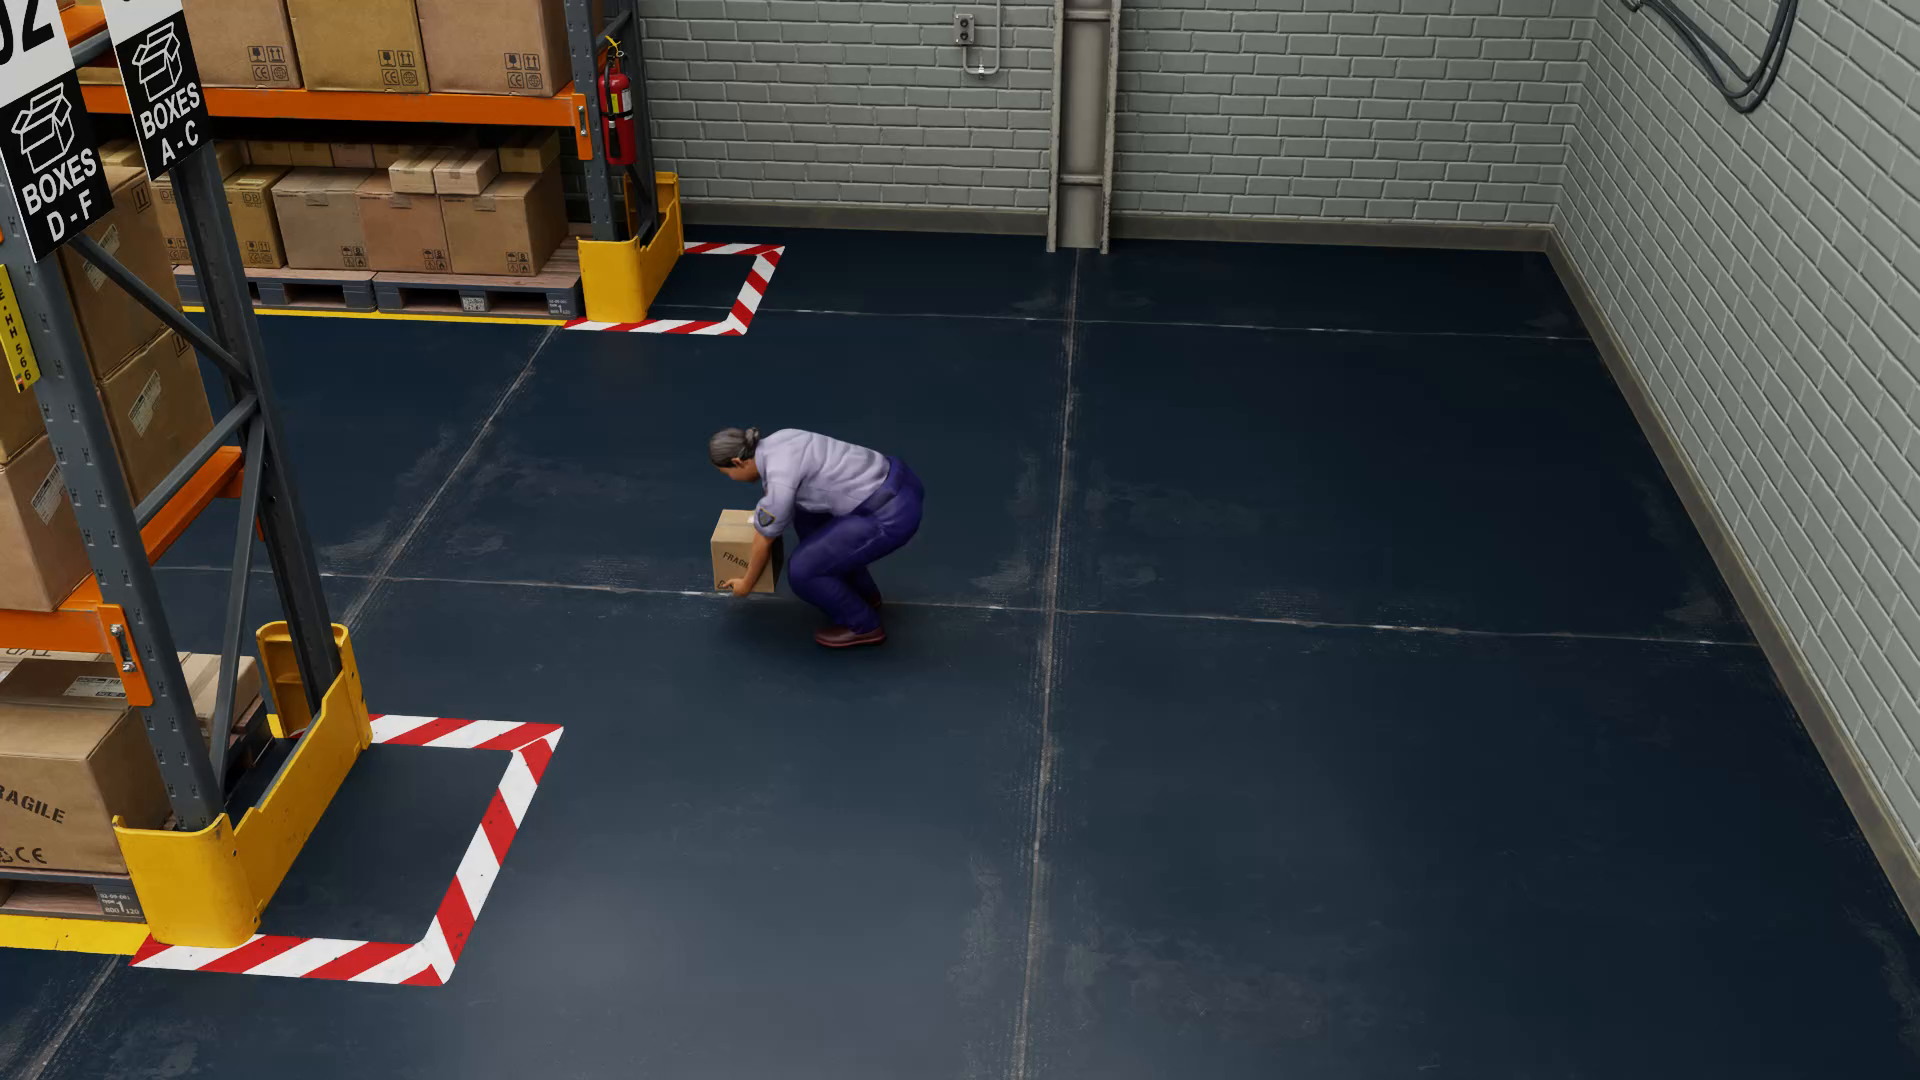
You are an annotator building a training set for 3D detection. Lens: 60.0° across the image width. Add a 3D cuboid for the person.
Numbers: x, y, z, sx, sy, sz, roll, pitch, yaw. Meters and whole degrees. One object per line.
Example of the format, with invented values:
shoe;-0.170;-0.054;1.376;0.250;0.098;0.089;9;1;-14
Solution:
person;-0.580;-0.046;6.890;0.866;0.945;0.514;1;32;2
